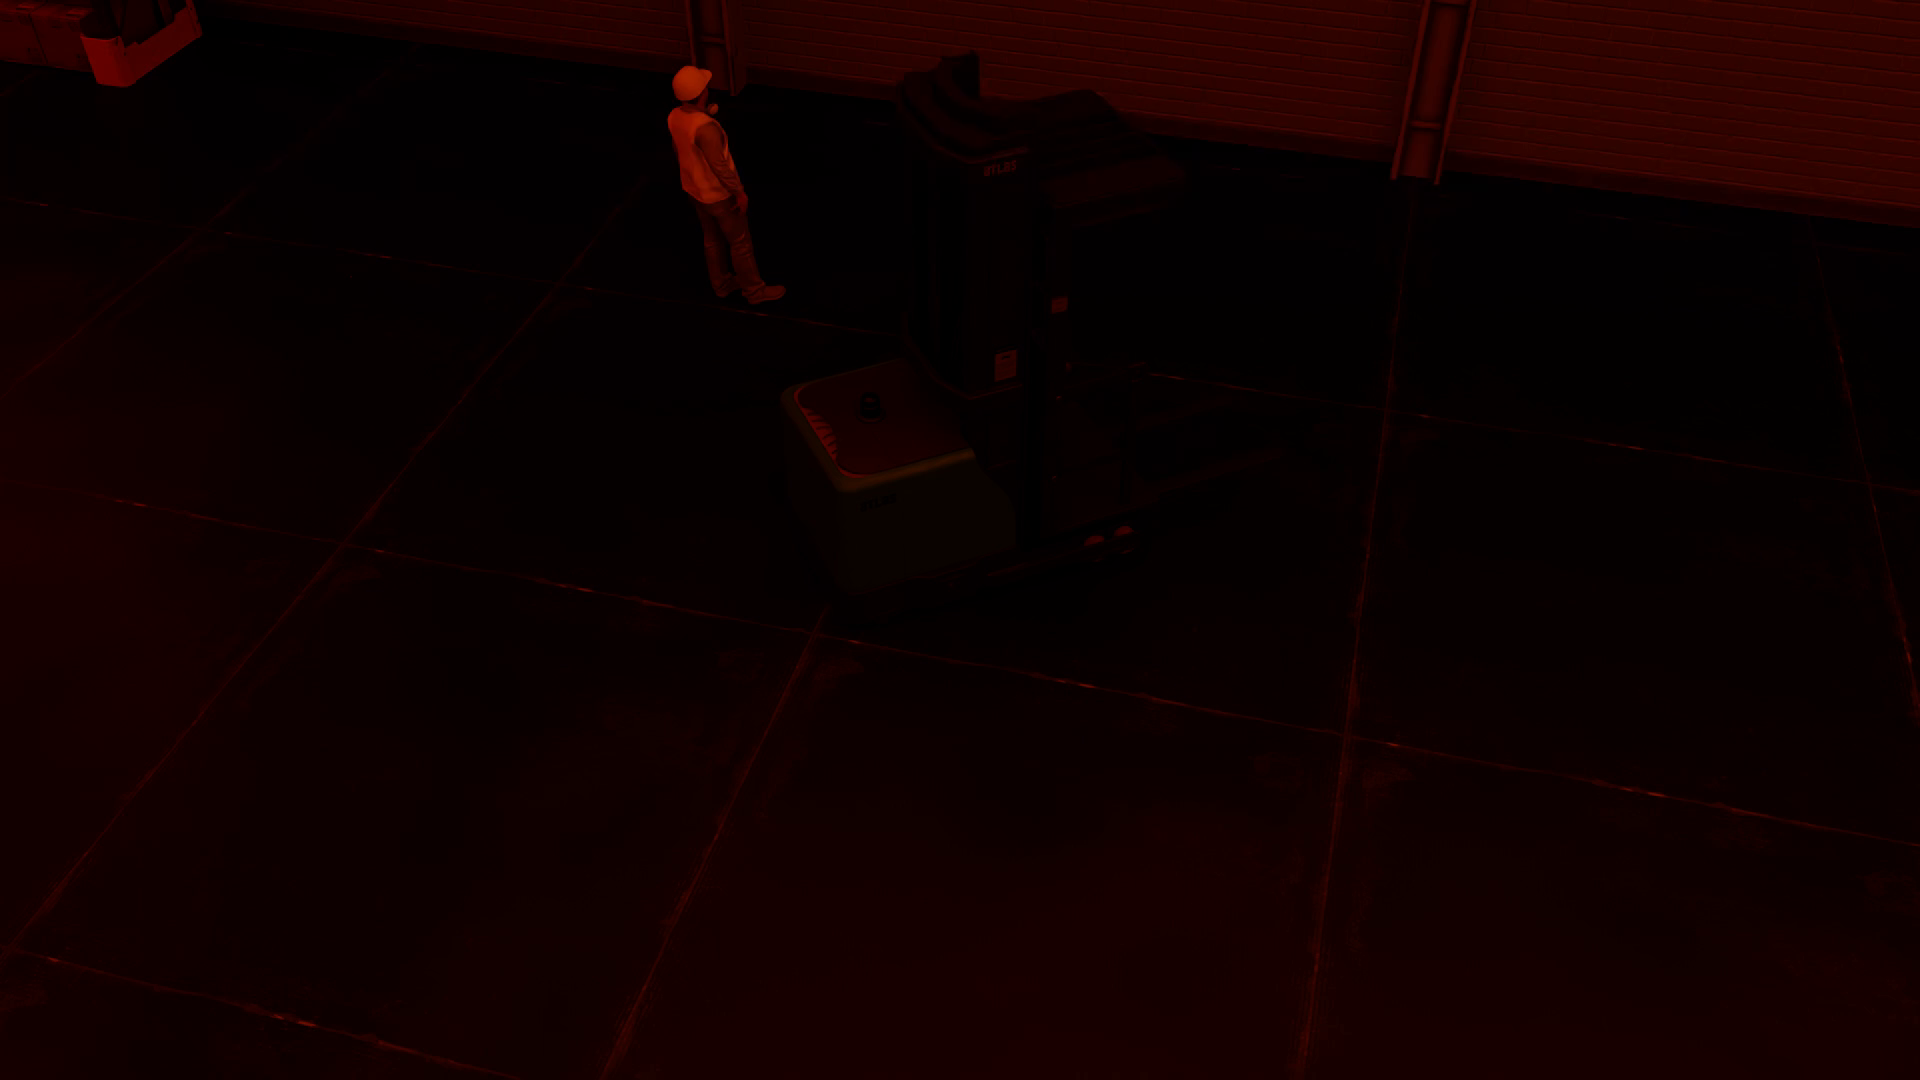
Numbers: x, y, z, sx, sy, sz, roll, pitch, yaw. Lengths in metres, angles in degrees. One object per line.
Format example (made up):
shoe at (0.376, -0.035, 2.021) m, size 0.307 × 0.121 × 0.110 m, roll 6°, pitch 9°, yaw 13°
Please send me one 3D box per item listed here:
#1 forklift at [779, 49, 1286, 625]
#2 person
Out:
forklift at (0.522, -1.269, 9.309) m, size 3.031 × 2.935 × 1.130 m, roll -17°, pitch 44°, yaw -18°
person at (-1.659, -2.479, 11.556) m, size 0.570 × 1.773 × 0.630 m, roll -31°, pitch 50°, yaw -30°
